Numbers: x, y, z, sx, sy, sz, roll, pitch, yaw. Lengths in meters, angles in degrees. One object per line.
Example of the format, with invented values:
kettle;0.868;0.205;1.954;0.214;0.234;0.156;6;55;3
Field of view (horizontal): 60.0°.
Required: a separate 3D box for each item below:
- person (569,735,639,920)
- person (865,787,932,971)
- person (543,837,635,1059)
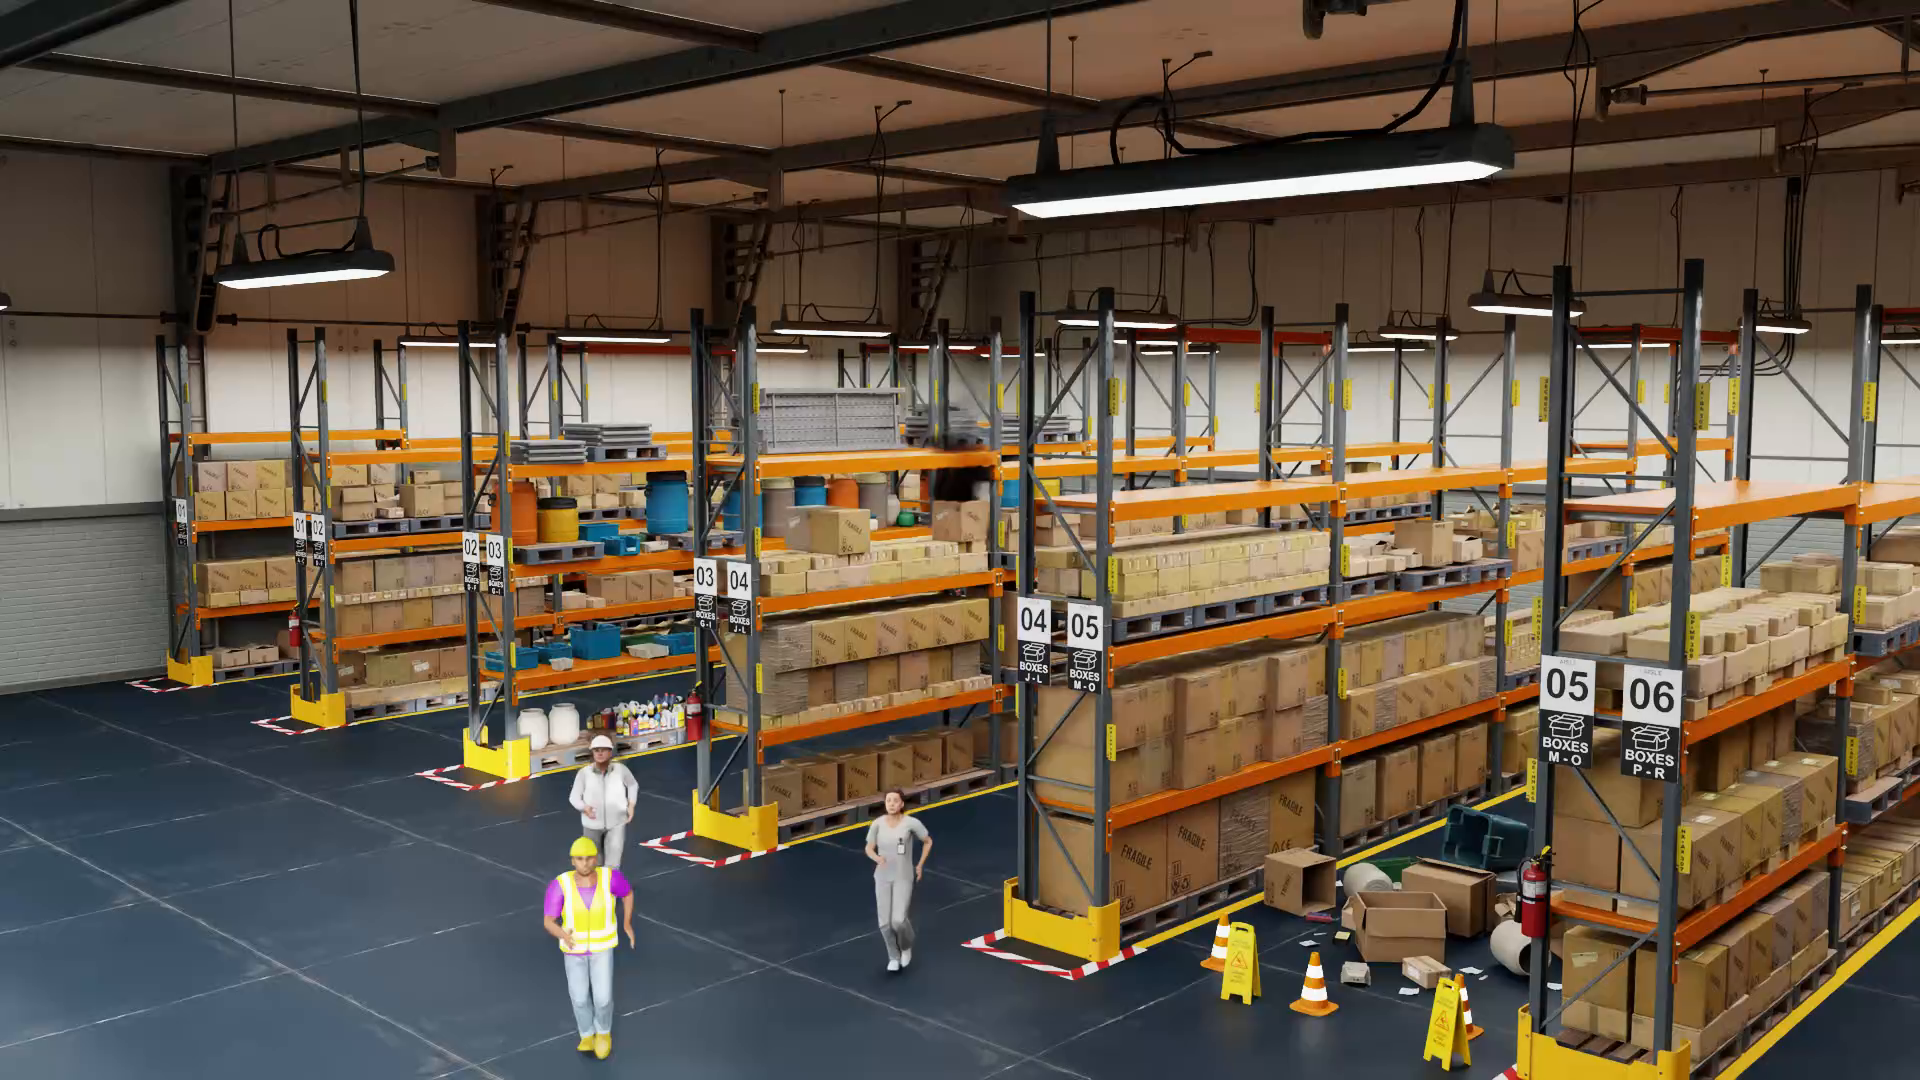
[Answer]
person;-3.467;2.772;16.242;0.670;1.775;0.904;-1;6;-13
person;-0.569;2.981;14.564;0.568;1.624;0.518;1;6;13
person;-2.810;3.107;12.616;0.673;1.737;0.757;-1;5;-11
